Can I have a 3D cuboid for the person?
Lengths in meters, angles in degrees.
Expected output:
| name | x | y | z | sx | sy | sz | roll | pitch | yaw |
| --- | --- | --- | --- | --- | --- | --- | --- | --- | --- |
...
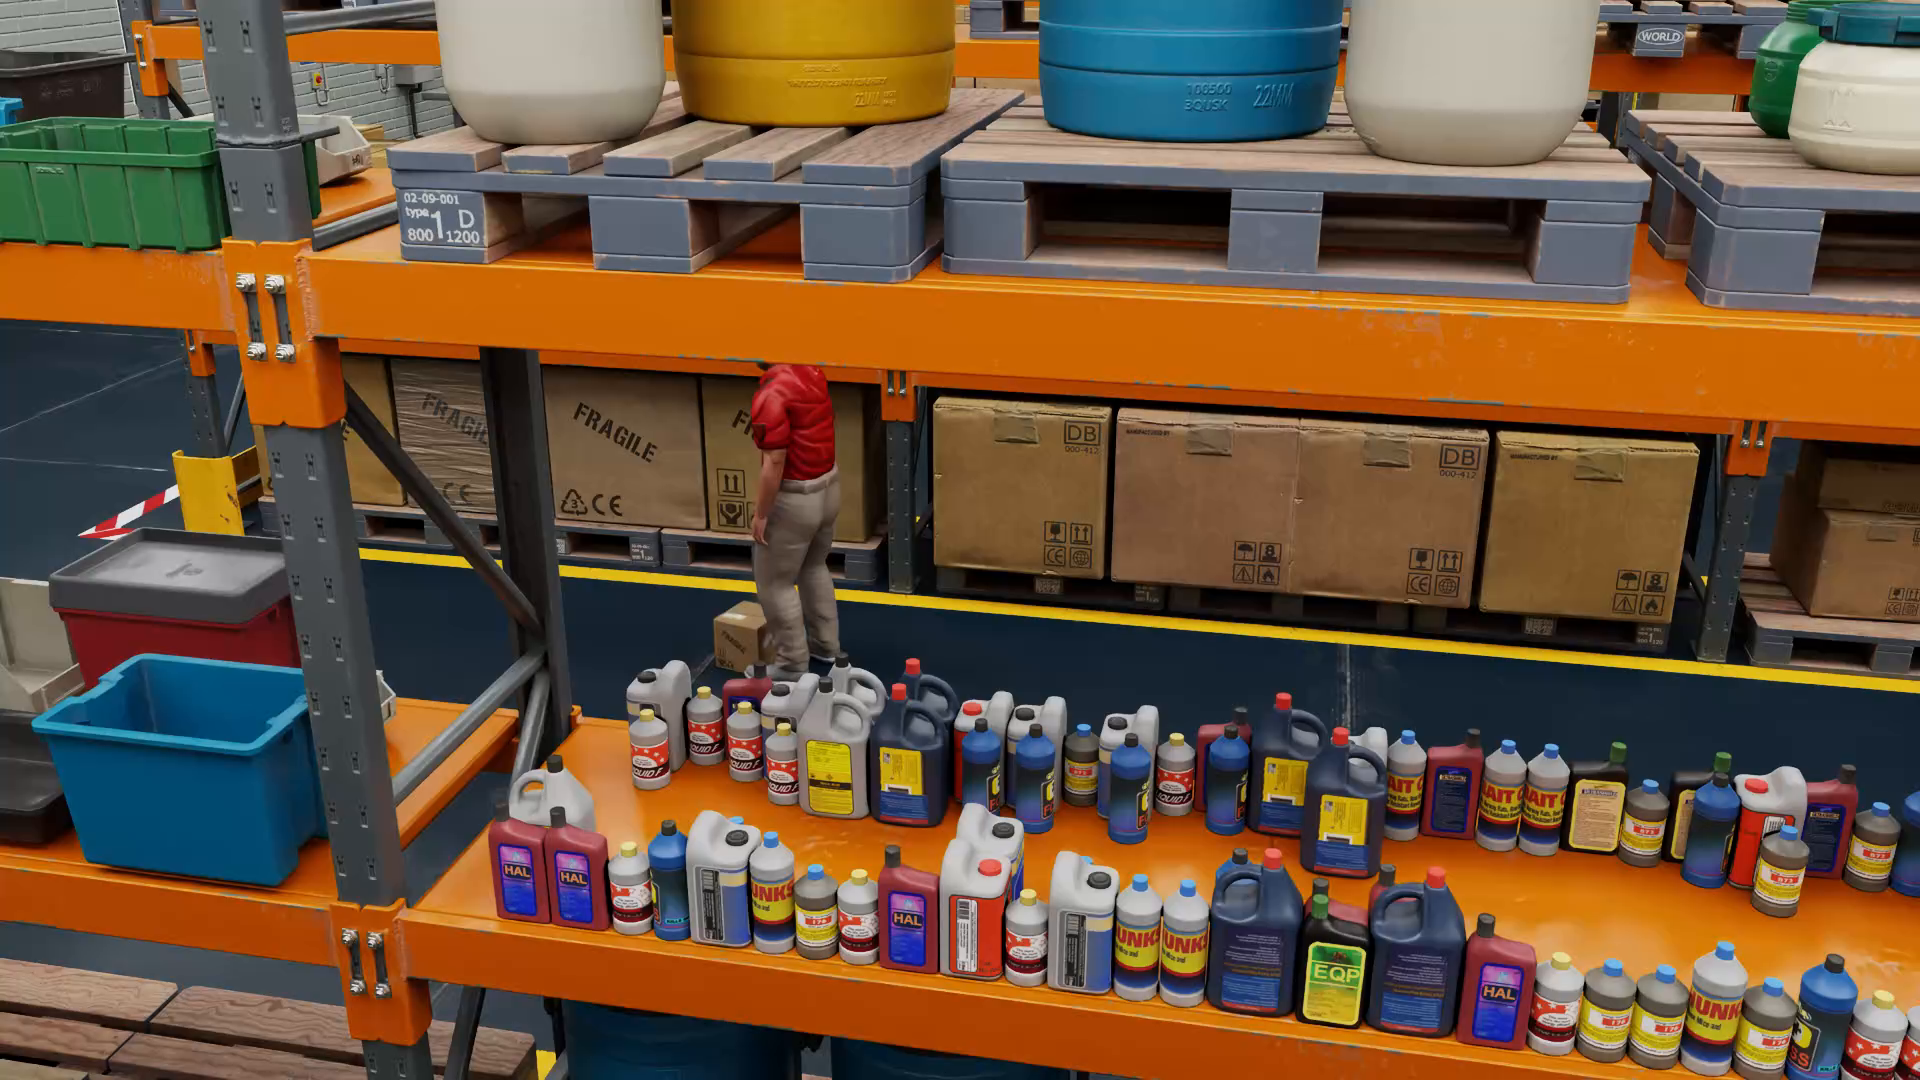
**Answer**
| name | x | y | z | sx | sy | sz | roll | pitch | yaw |
| --- | --- | --- | --- | --- | --- | --- | --- | --- | --- |
| person | -0.767 | -0.178 | 7.559 | 0.397 | 1.726 | 0.582 | 10 | 23 | 24 |
